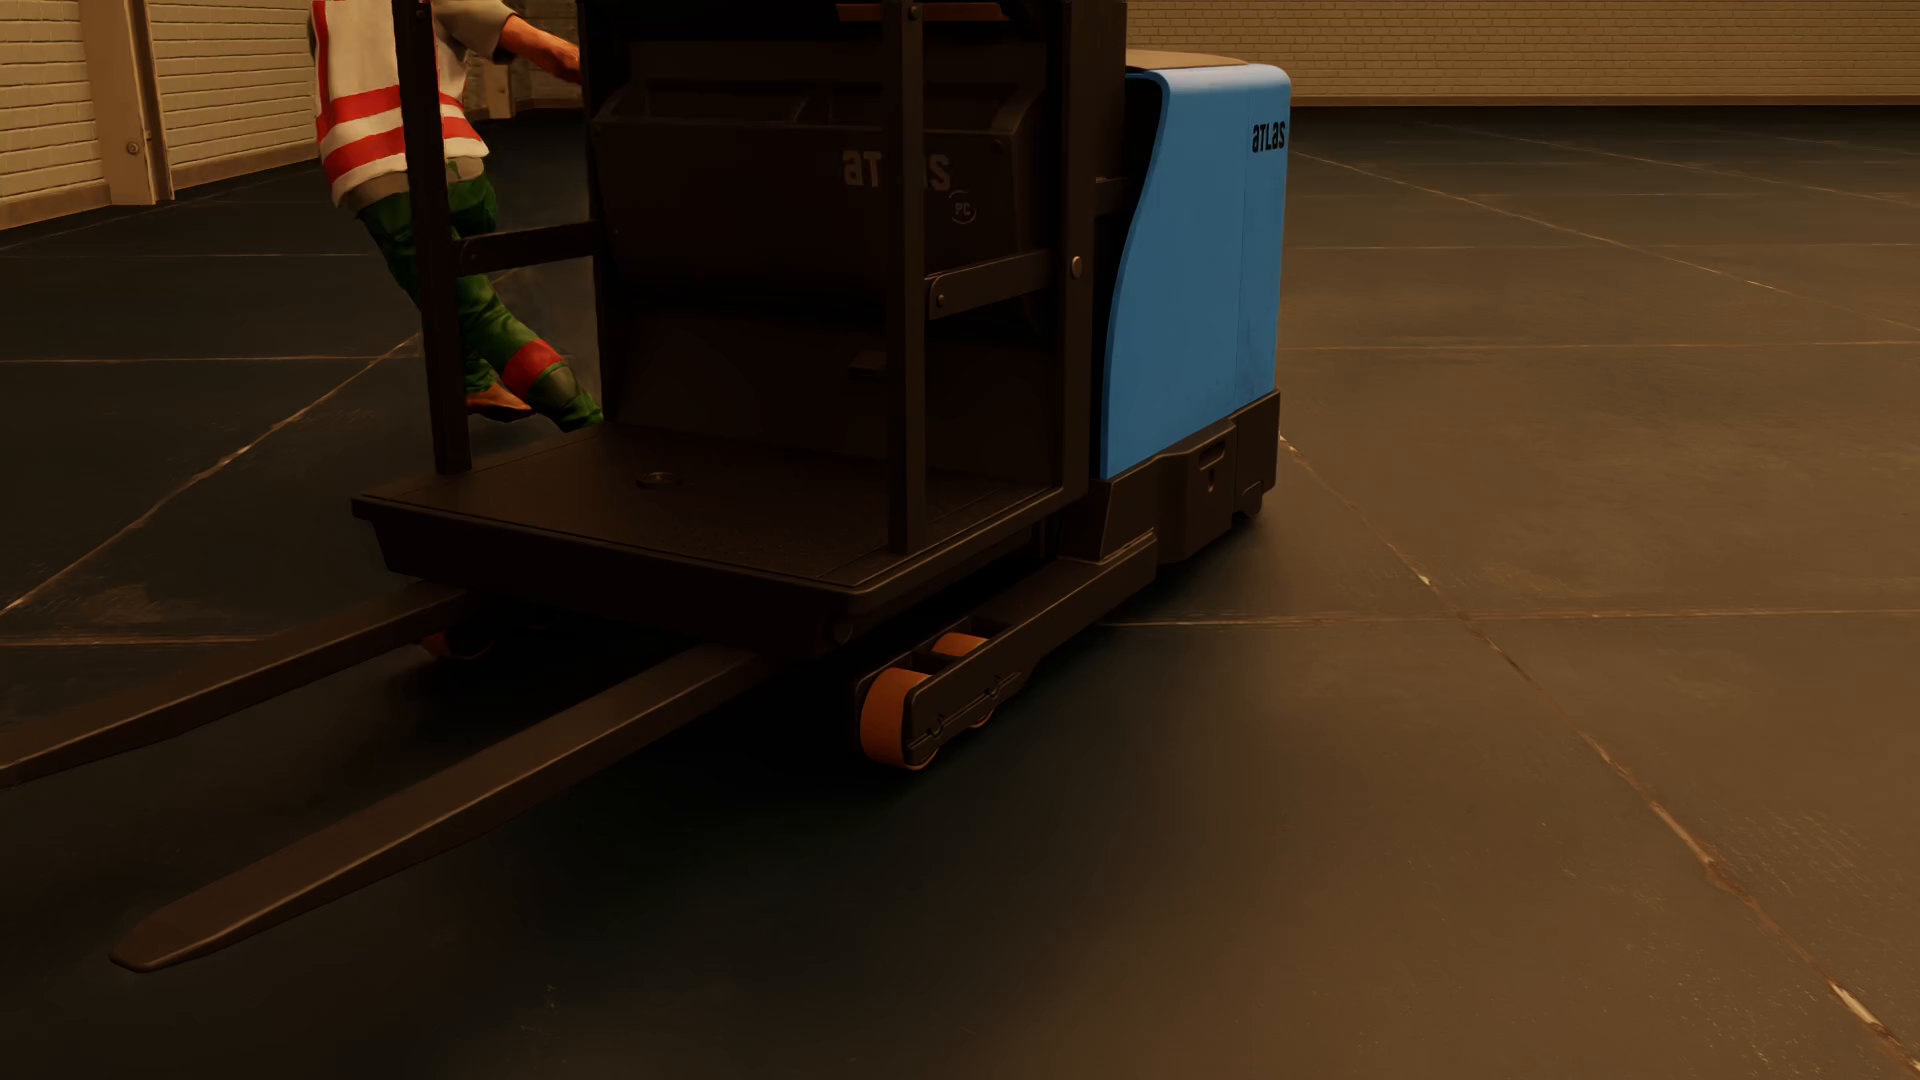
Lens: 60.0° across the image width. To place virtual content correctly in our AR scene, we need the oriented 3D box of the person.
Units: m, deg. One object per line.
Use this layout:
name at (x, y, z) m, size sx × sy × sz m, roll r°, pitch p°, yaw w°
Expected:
person at (-1.303, -1.024, 4.614) m, size 1.000 × 1.517 × 0.946 m, roll -1°, pitch 17°, yaw -4°

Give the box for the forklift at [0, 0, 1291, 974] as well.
forklift at (-0.383, -1.179, 2.762) m, size 1.130 × 2.935 × 3.031 m, roll 9°, pitch 19°, yaw 28°
